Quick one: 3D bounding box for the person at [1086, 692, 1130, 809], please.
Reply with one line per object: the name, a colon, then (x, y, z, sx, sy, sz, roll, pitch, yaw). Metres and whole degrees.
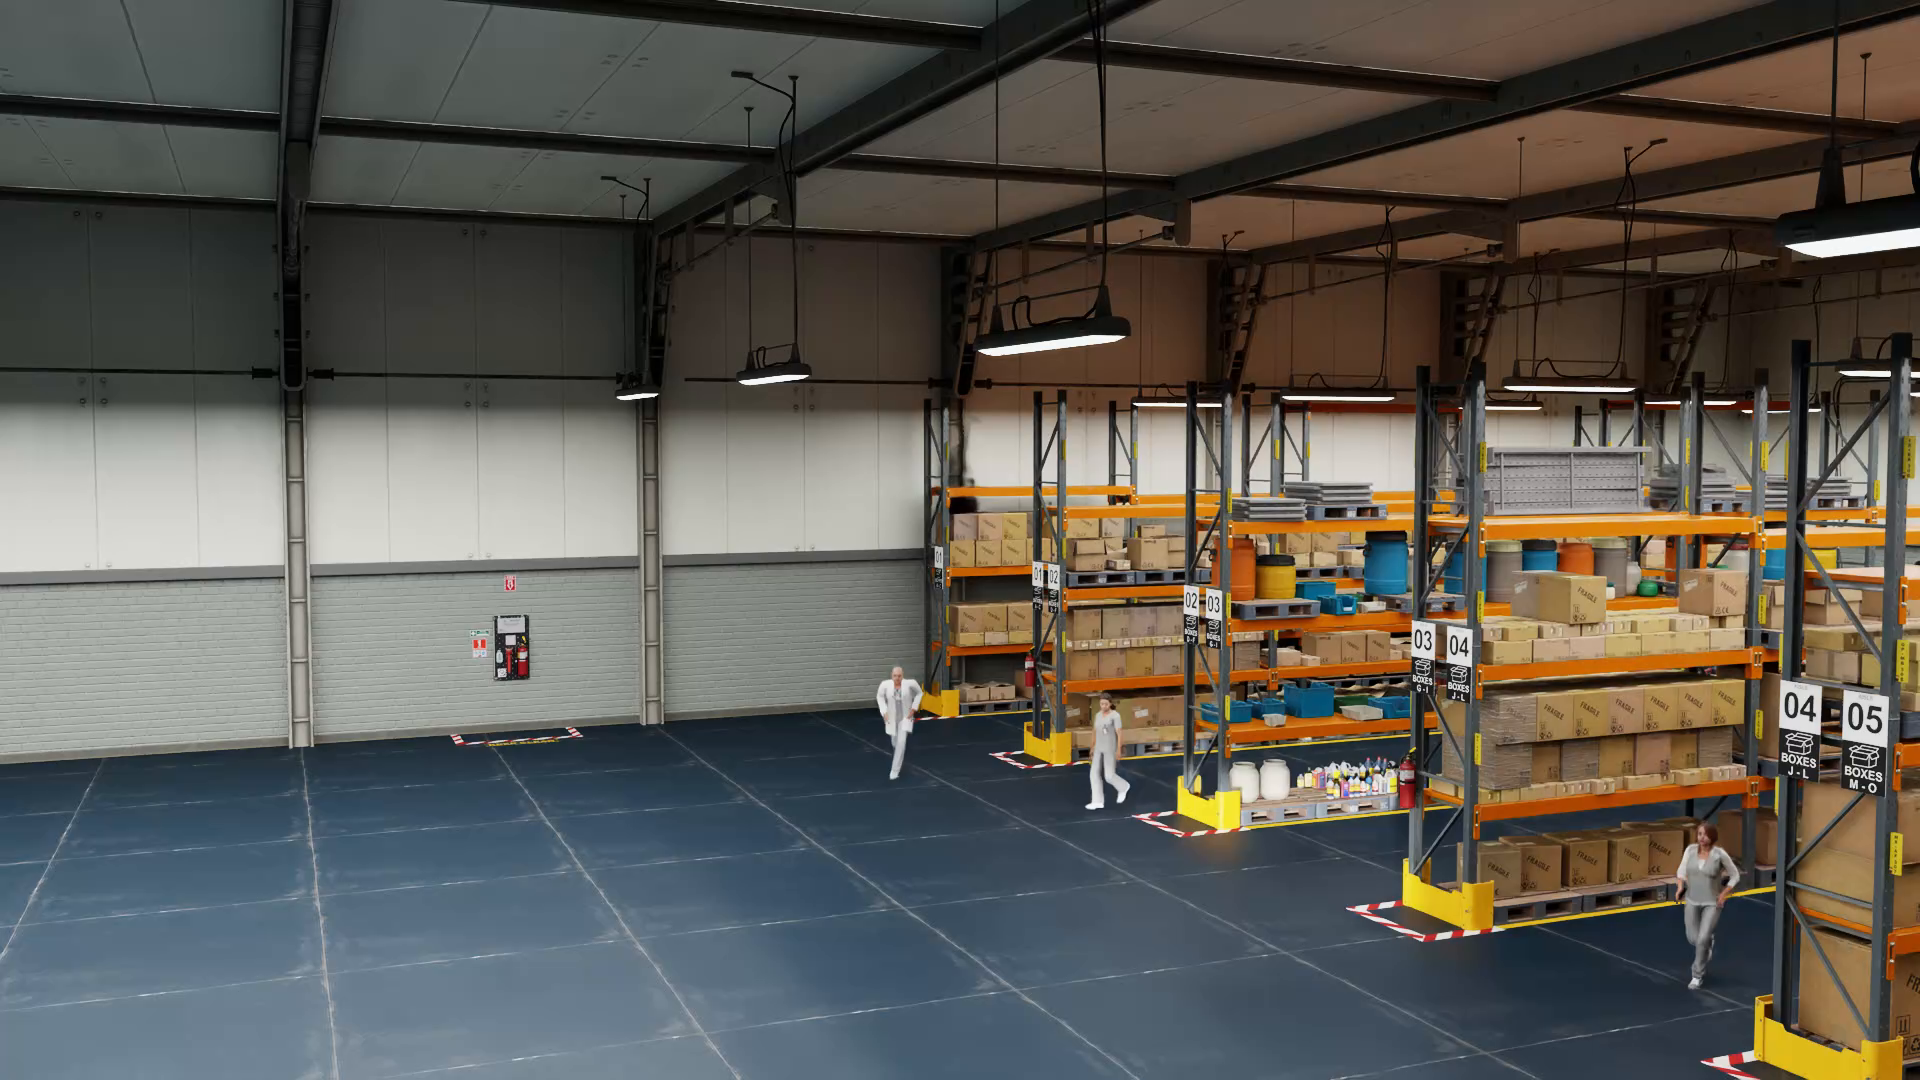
person: (2.093, 2.945, 23.386, 0.523, 1.646, 0.687, 3, 5, 44)

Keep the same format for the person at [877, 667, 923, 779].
person: (-0.934, 2.804, 25.977, 0.724, 1.740, 0.990, 0, 3, 0)

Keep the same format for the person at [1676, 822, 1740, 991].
person: (7.123, 3.513, 15.861, 0.550, 1.495, 0.646, 3, 4, 40)
